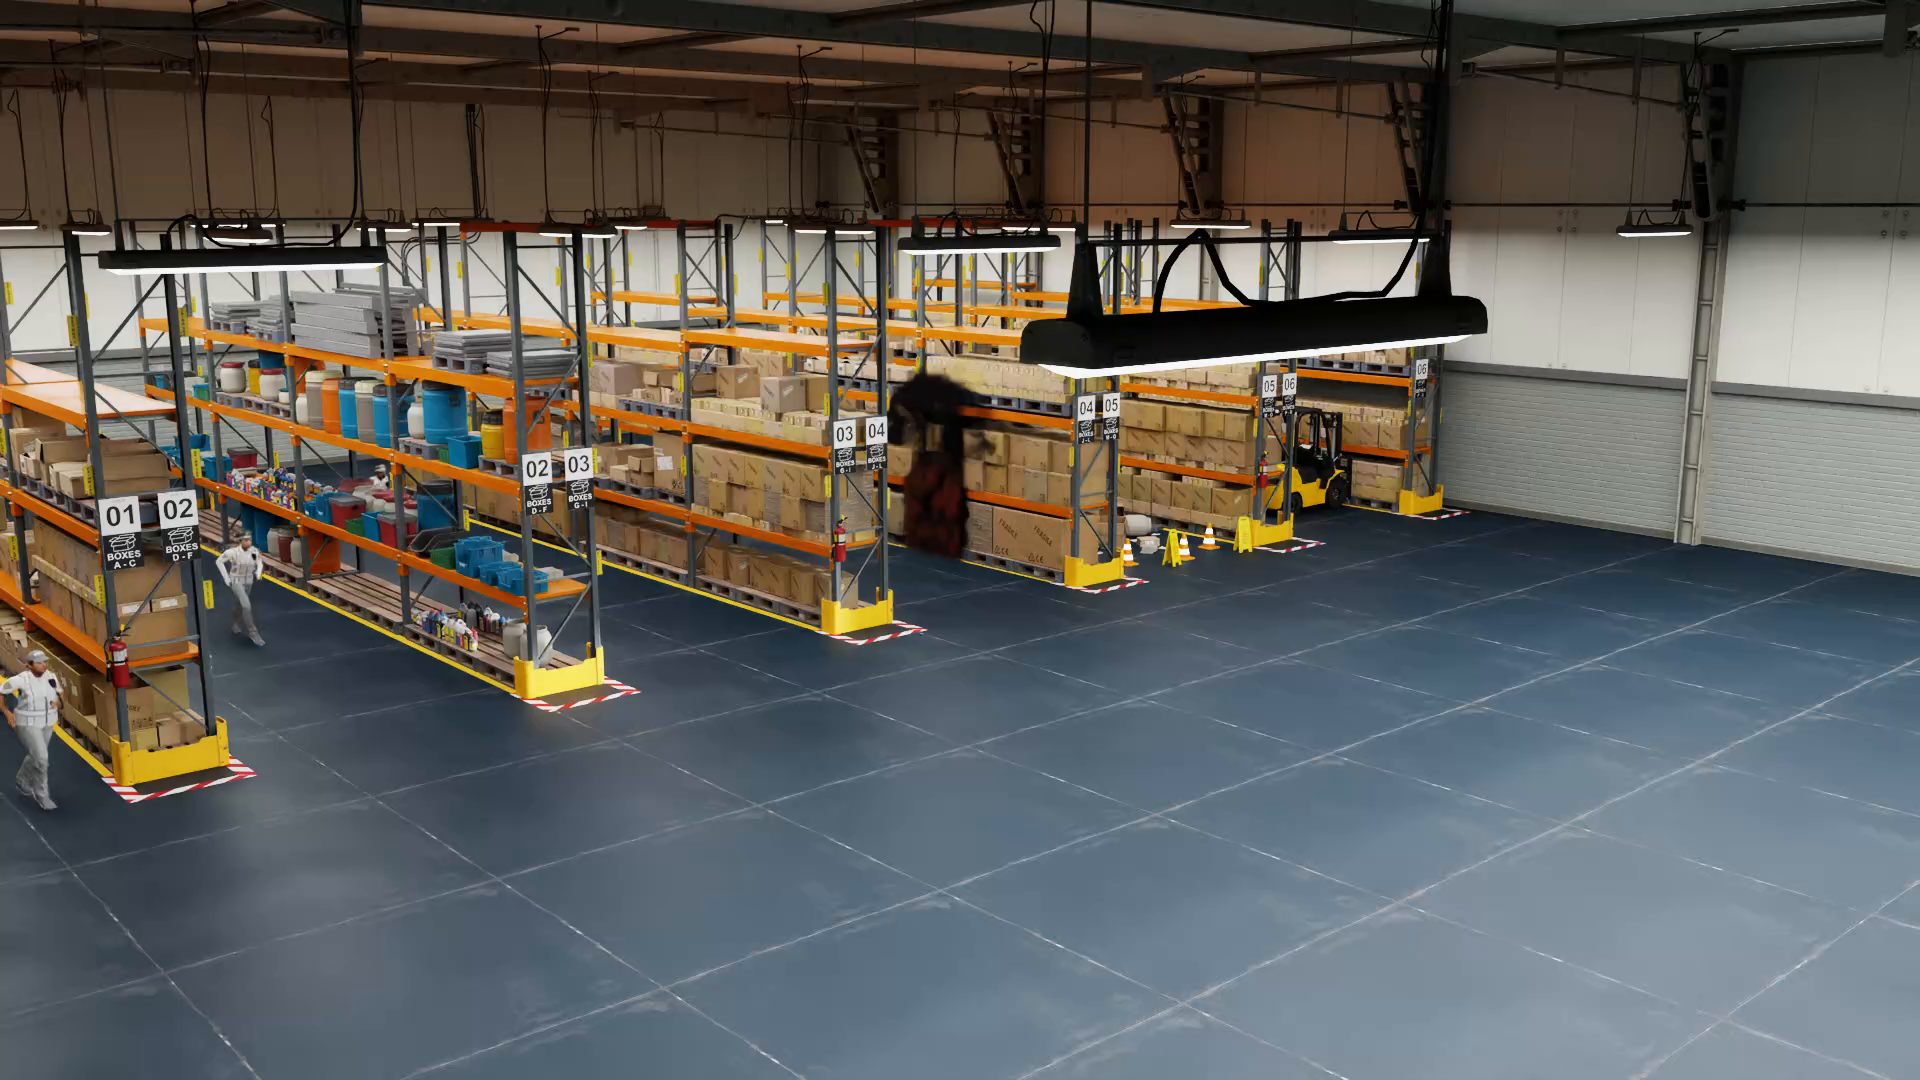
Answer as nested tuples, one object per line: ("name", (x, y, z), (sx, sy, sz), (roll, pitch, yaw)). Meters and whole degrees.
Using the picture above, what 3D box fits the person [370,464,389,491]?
("person", (-10.828, -0.634, 31.022), (0.670, 1.611, 0.563), (10, 15, 40))

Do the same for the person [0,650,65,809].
("person", (-9.929, 2.011, 17.859), (0.745, 1.713, 0.604), (5, 12, 23))

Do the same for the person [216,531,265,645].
("person", (-10.558, 0.662, 24.392), (0.927, 1.690, 0.597), (9, 14, 36))
